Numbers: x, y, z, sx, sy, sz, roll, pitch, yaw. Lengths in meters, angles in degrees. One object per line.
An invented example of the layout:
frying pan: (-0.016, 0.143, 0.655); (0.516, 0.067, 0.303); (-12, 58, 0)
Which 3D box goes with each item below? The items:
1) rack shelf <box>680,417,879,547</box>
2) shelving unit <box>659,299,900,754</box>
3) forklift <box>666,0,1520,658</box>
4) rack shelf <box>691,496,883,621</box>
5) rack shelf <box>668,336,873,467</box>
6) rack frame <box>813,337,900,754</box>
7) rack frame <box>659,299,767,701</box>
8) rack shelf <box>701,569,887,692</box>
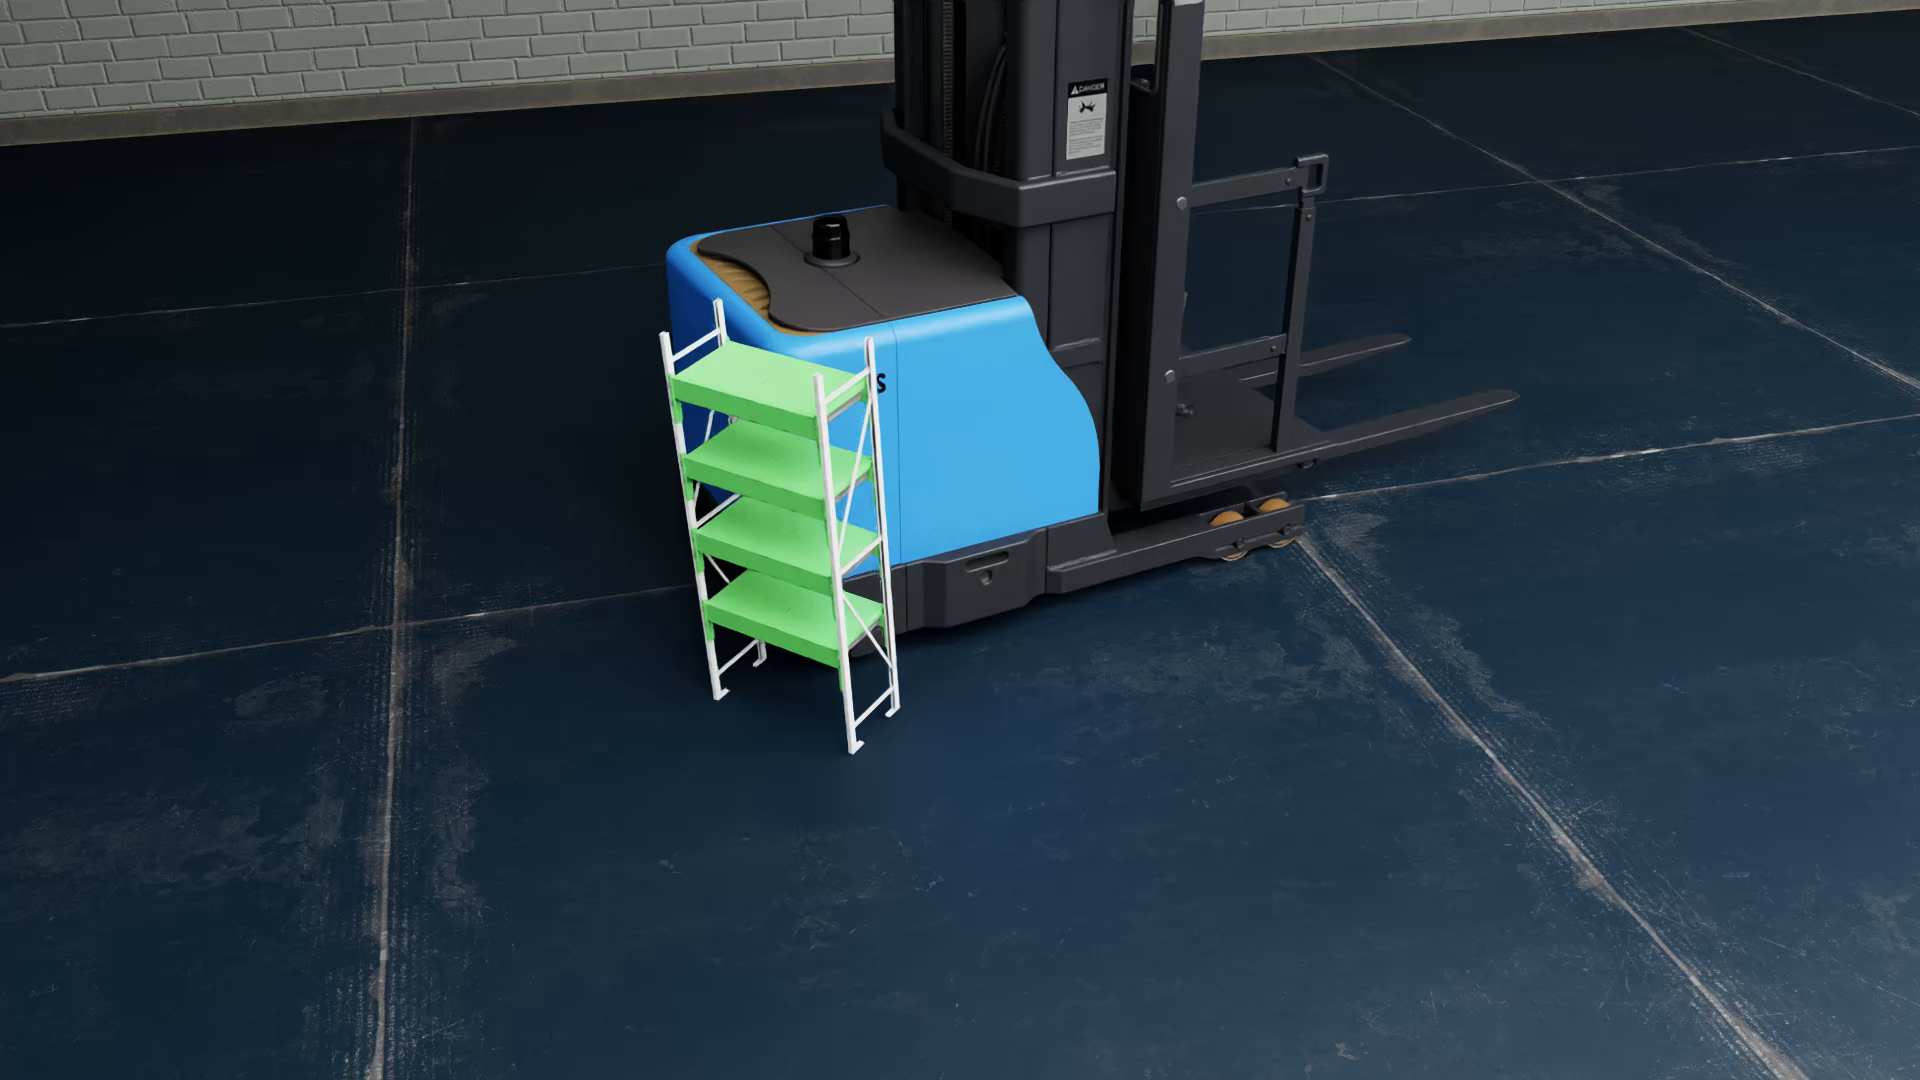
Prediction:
rack shelf: (-0.481, -0.166, 4.473); (0.480, 0.148, 0.258); (17, 38, 27)
shelving unit: (-0.475, -0.019, 4.569); (0.503, 1.200, 0.258); (17, 38, 27)
forklift: (0.606, -1.417, 5.272); (3.031, 2.935, 1.130); (-14, 33, -23)
rack shelf: (-0.472, 0.034, 4.604); (0.480, 0.148, 0.258); (17, 38, 27)
rack shelf: (-0.490, -0.367, 4.341); (0.480, 0.148, 0.258); (17, 38, 27)
rack frame: (-0.268, 0.045, 4.458); (0.015, 1.200, 0.240); (17, 38, 27)
rack frame: (-0.682, -0.084, 4.681); (0.015, 1.200, 0.240); (17, 38, 27)
rack shelf: (-0.464, 0.235, 4.736); (0.480, 0.148, 0.258); (17, 38, 27)
